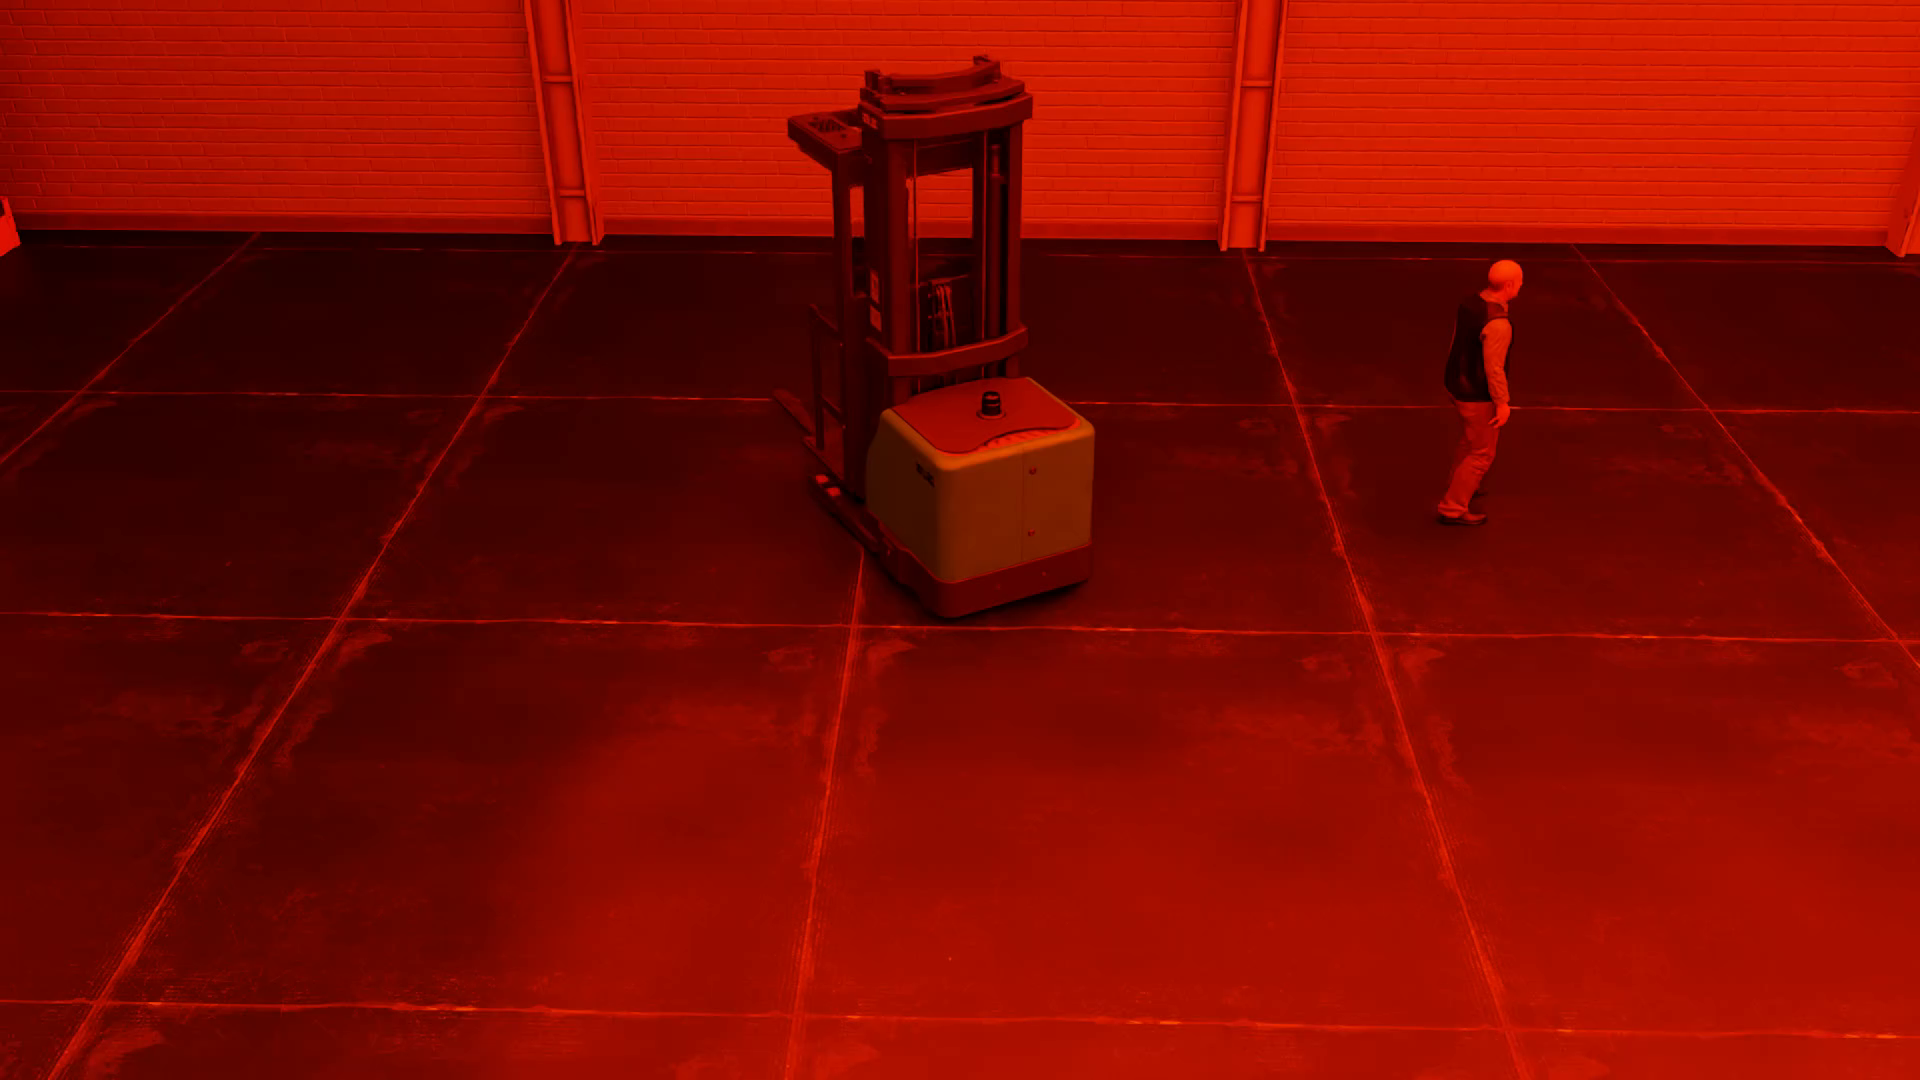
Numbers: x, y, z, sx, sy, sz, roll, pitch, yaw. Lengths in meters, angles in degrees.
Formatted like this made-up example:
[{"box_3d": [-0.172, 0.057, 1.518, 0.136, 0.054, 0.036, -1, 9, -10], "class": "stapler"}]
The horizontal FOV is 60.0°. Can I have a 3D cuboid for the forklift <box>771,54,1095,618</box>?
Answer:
[{"box_3d": [-0.344, -1.536, 10.220, 1.130, 2.935, 3.031, -15, 34, -24], "class": "forklift"}]

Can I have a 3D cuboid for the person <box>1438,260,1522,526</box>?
[{"box_3d": [3.276, -0.915, 10.390, 0.485, 1.739, 0.605, -2, 31, -4], "class": "person"}]
